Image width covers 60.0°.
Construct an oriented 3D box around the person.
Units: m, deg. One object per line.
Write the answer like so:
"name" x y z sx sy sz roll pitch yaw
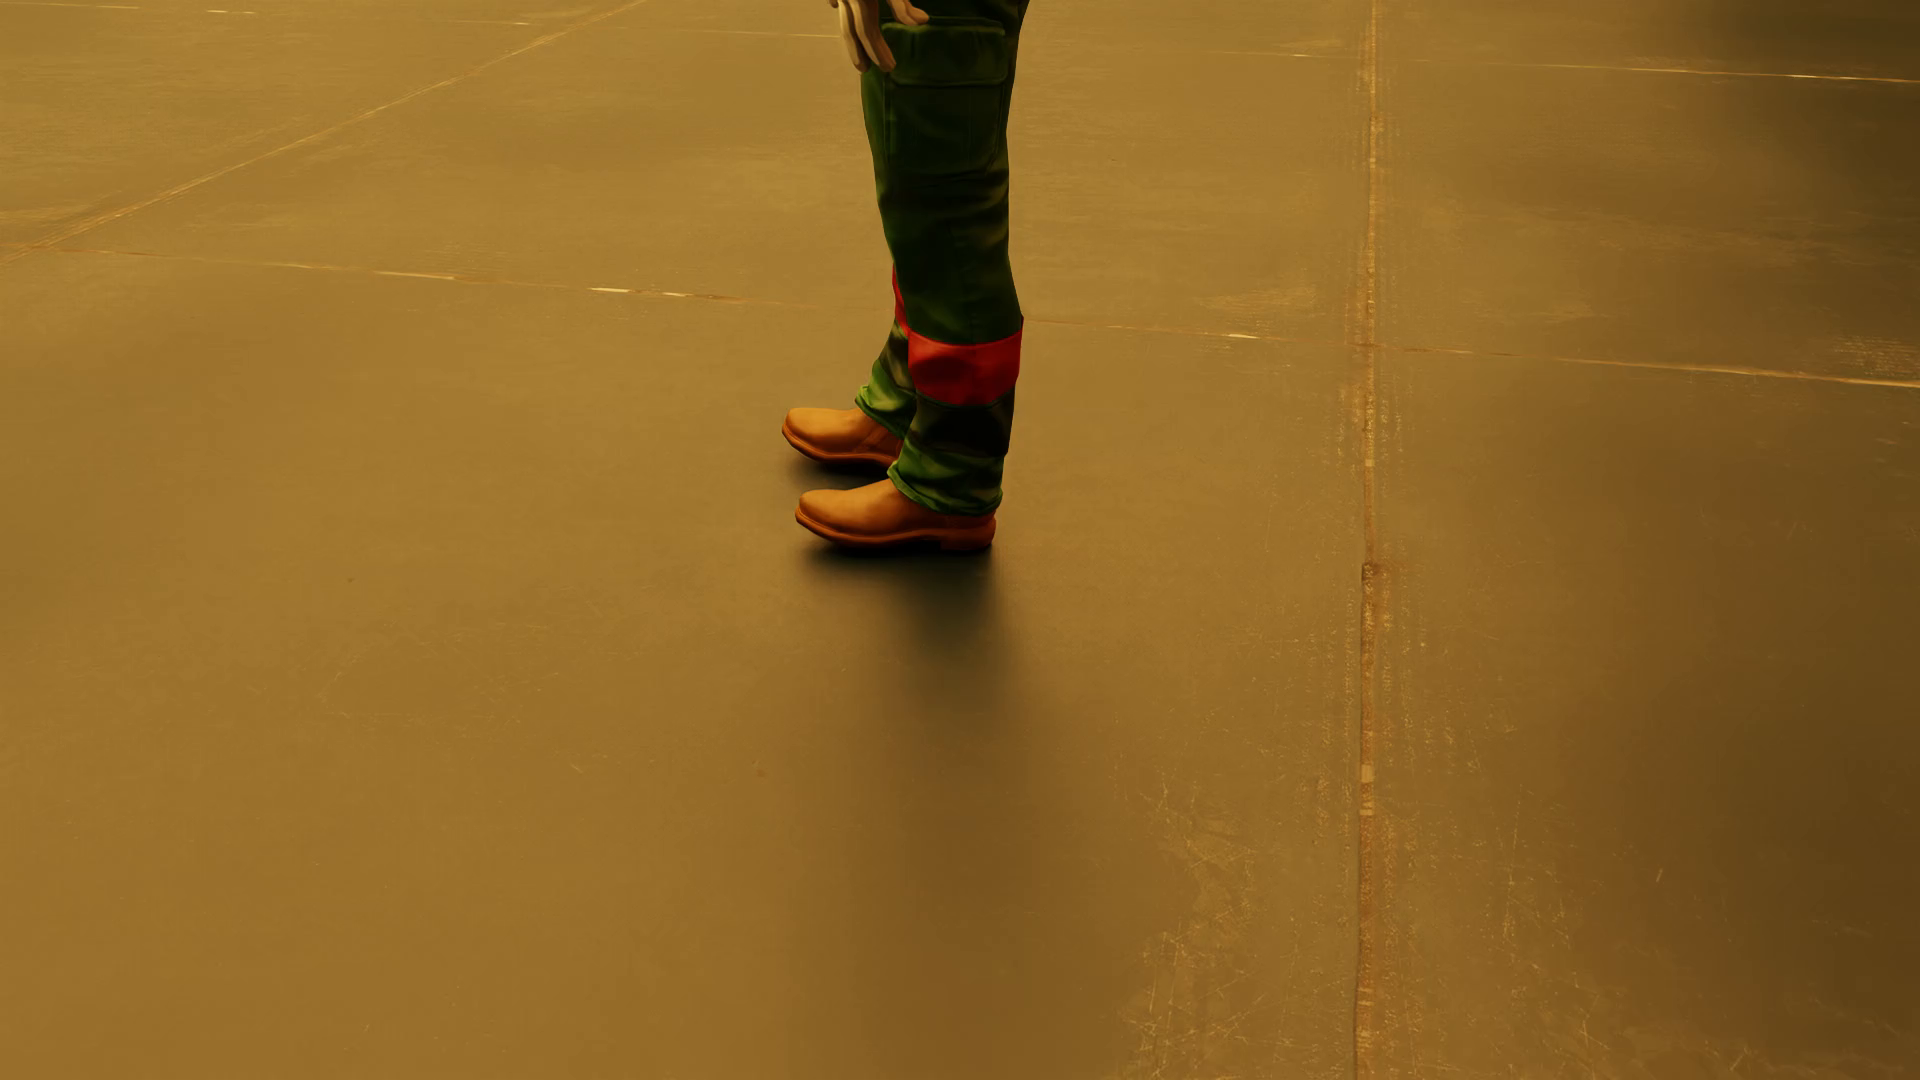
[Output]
"person" -0.076 -0.819 2.120 0.562 1.790 0.637 6 27 11
